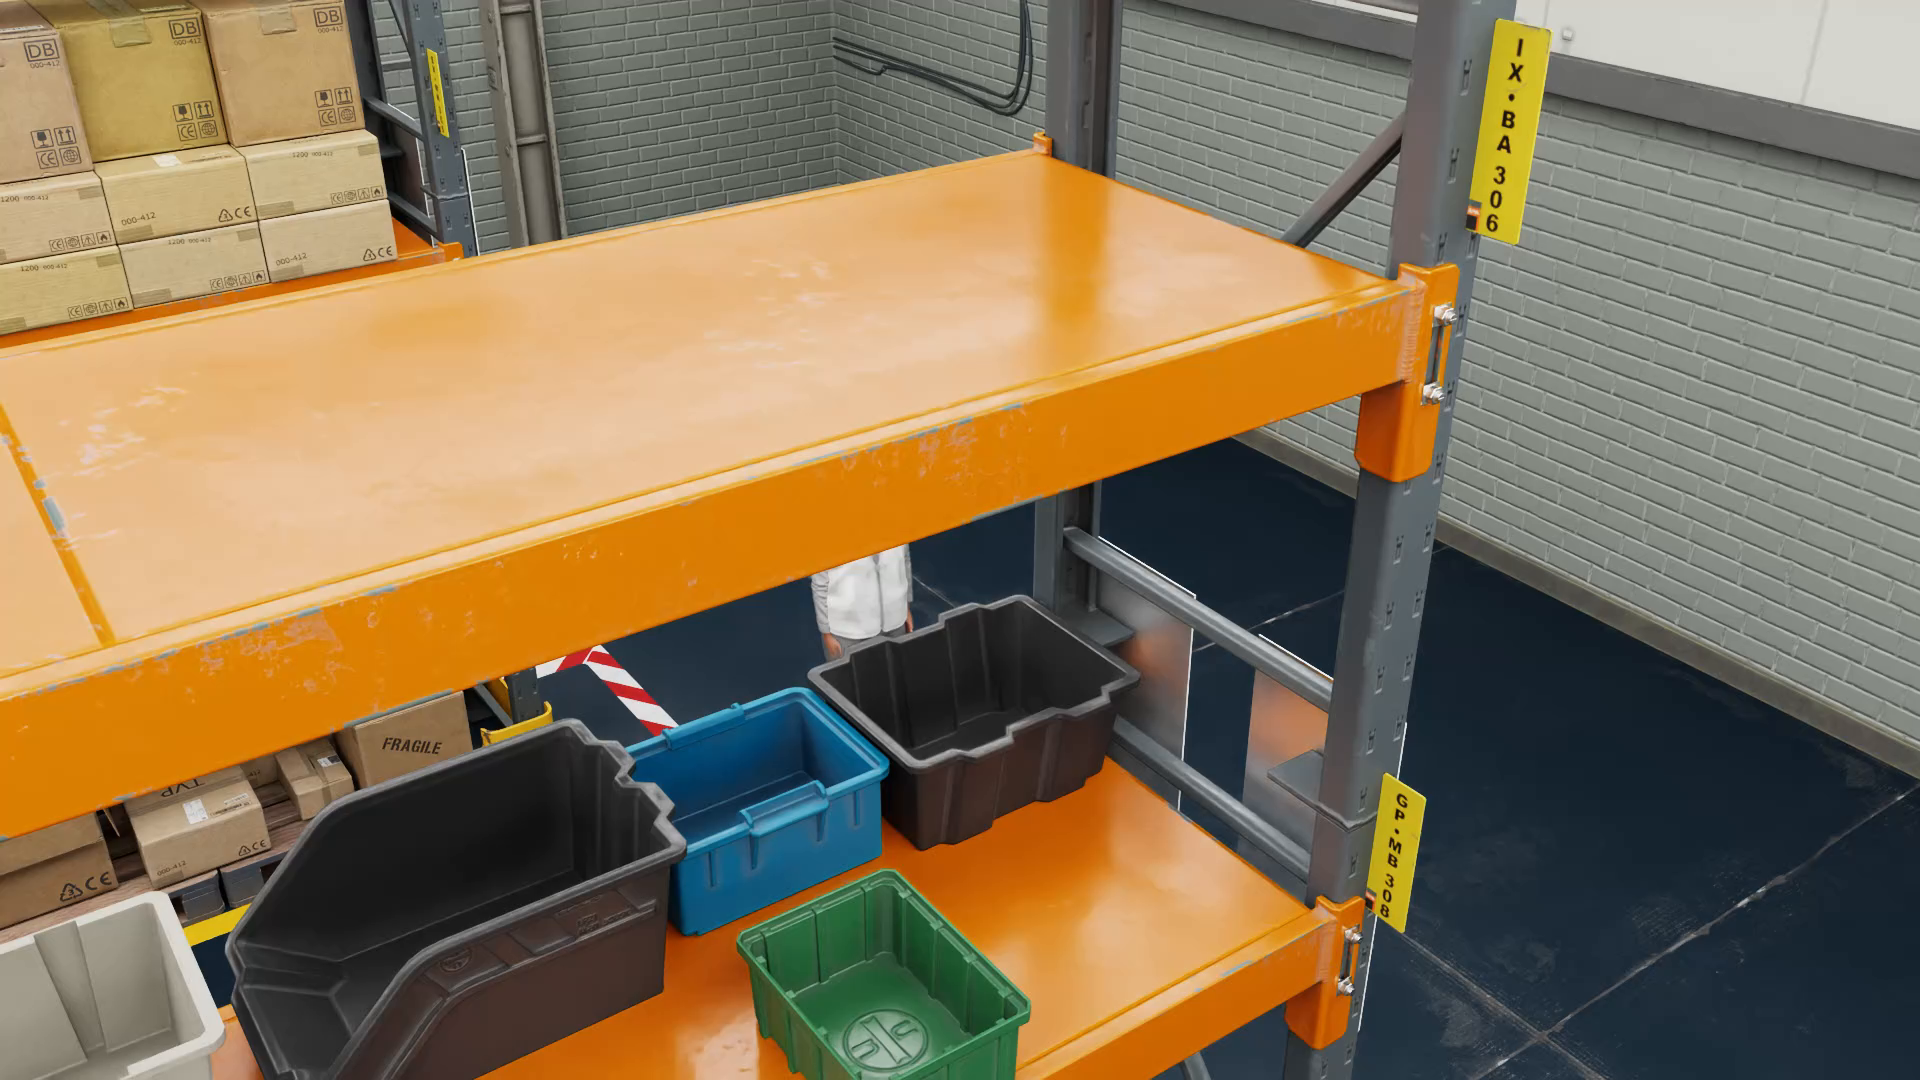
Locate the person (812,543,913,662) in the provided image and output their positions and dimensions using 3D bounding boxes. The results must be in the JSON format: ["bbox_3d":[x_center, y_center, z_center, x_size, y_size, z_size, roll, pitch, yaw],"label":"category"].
[{"bbox_3d":[-0.446,0.388,7.964,0.531,1.792,0.359,-18,33,-29],"label":"person"}]
